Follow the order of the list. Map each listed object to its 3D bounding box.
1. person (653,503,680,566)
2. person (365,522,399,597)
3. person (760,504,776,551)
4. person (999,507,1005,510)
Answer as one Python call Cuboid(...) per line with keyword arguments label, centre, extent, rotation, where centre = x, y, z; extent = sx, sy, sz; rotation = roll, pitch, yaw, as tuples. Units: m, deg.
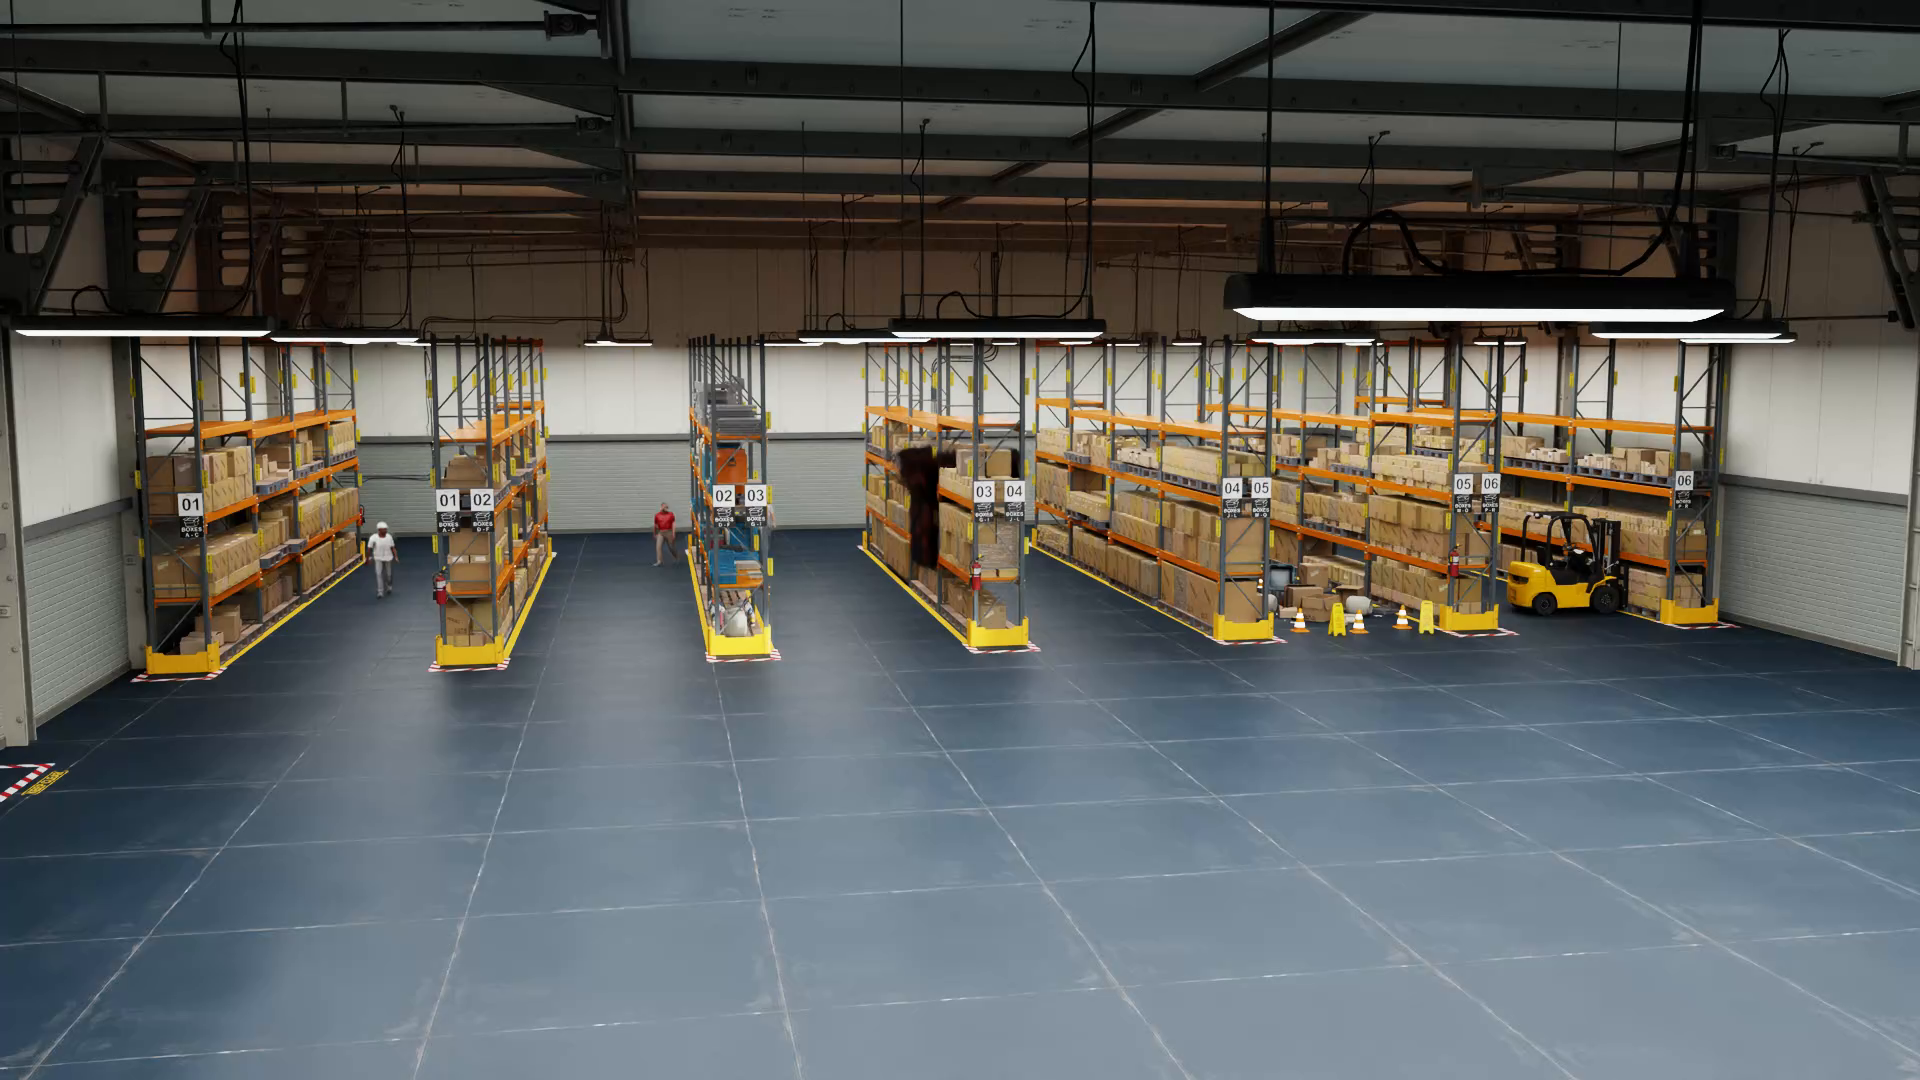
Cuboid(label="person", centre=(-7.815, -0.160, 44.024), extent=(0.633, 1.677, 0.978), rotation=(2, 7, 13))
Cuboid(label="person", centre=(-13.459, 0.445, 38.713), extent=(0.757, 1.723, 1.080), rotation=(-2, 7, -15))
Cuboid(label="person", centre=(-5.485, -0.449, 46.887), extent=(0.537, 1.621, 1.064), rotation=(-2, 7, -15))
Cuboid(label="person", centre=(1.174, -0.553, 47.506), extent=(0.369, 1.698, 0.545), rotation=(-1, 7, -9))
